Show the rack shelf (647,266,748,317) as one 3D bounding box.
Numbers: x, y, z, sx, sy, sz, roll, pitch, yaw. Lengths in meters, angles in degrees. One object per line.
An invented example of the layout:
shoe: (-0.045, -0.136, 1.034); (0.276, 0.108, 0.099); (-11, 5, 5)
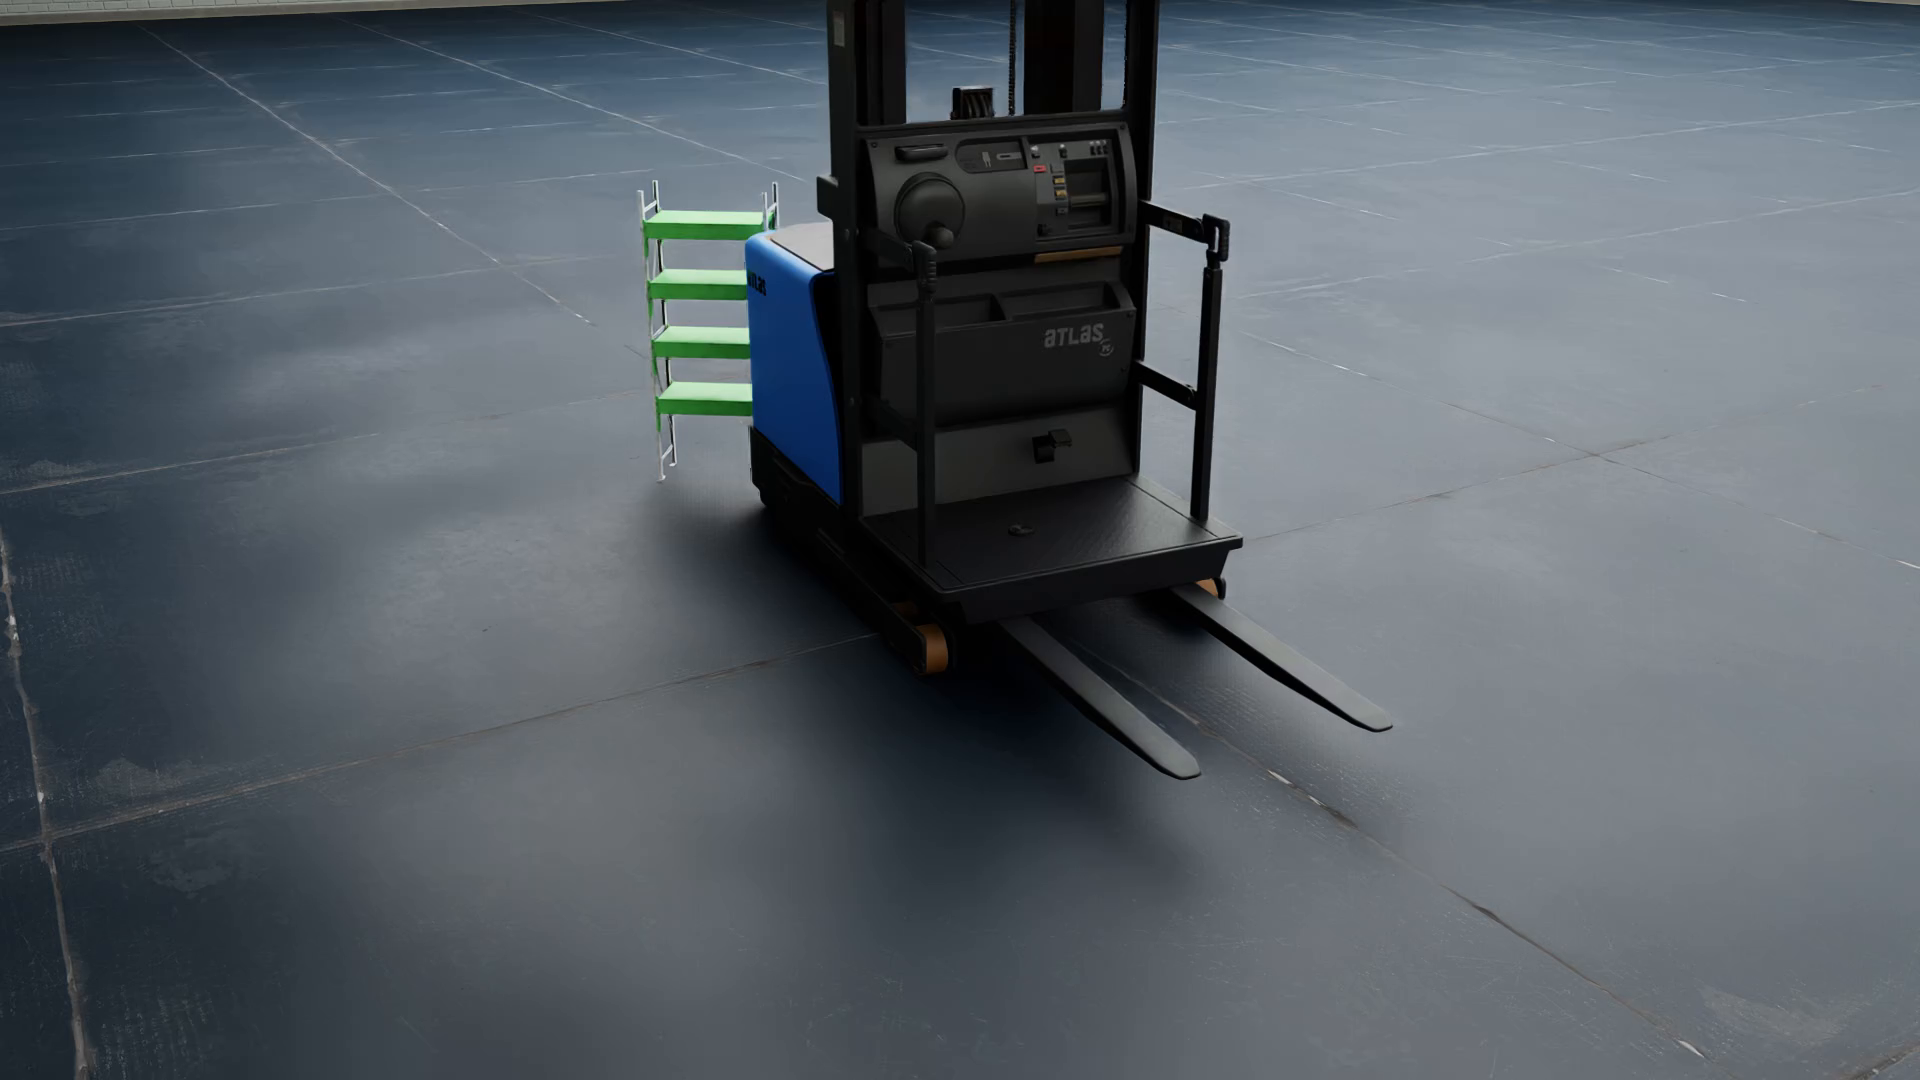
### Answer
rack shelf: (-0.991, -0.997, 6.704); (0.480, 0.148, 0.258); (2, 22, 5)

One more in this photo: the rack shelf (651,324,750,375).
rack shelf: (-0.991, -0.775, 6.795); (0.480, 0.148, 0.258); (2, 22, 5)

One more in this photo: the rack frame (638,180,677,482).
rack frame: (-1.234, -0.843, 6.792); (0.015, 1.200, 0.240); (2, 22, 5)

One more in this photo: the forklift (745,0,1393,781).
forklift: (0.236, -1.114, 5.160); (1.130, 2.935, 3.031); (-10, 24, -23)

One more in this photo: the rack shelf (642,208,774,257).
rack shelf: (-0.991, -1.220, 6.614); (0.480, 0.148, 0.258); (2, 22, 5)

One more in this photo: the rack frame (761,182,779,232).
rack frame: (-0.748, -0.826, 6.750); (0.015, 1.200, 0.240); (2, 22, 5)

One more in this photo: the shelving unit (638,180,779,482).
shelving unit: (-0.991, -0.834, 6.771); (0.503, 1.200, 0.258); (2, 22, 5)

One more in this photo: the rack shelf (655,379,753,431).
rack shelf: (-0.991, -0.553, 6.885); (0.480, 0.148, 0.258); (2, 22, 5)
